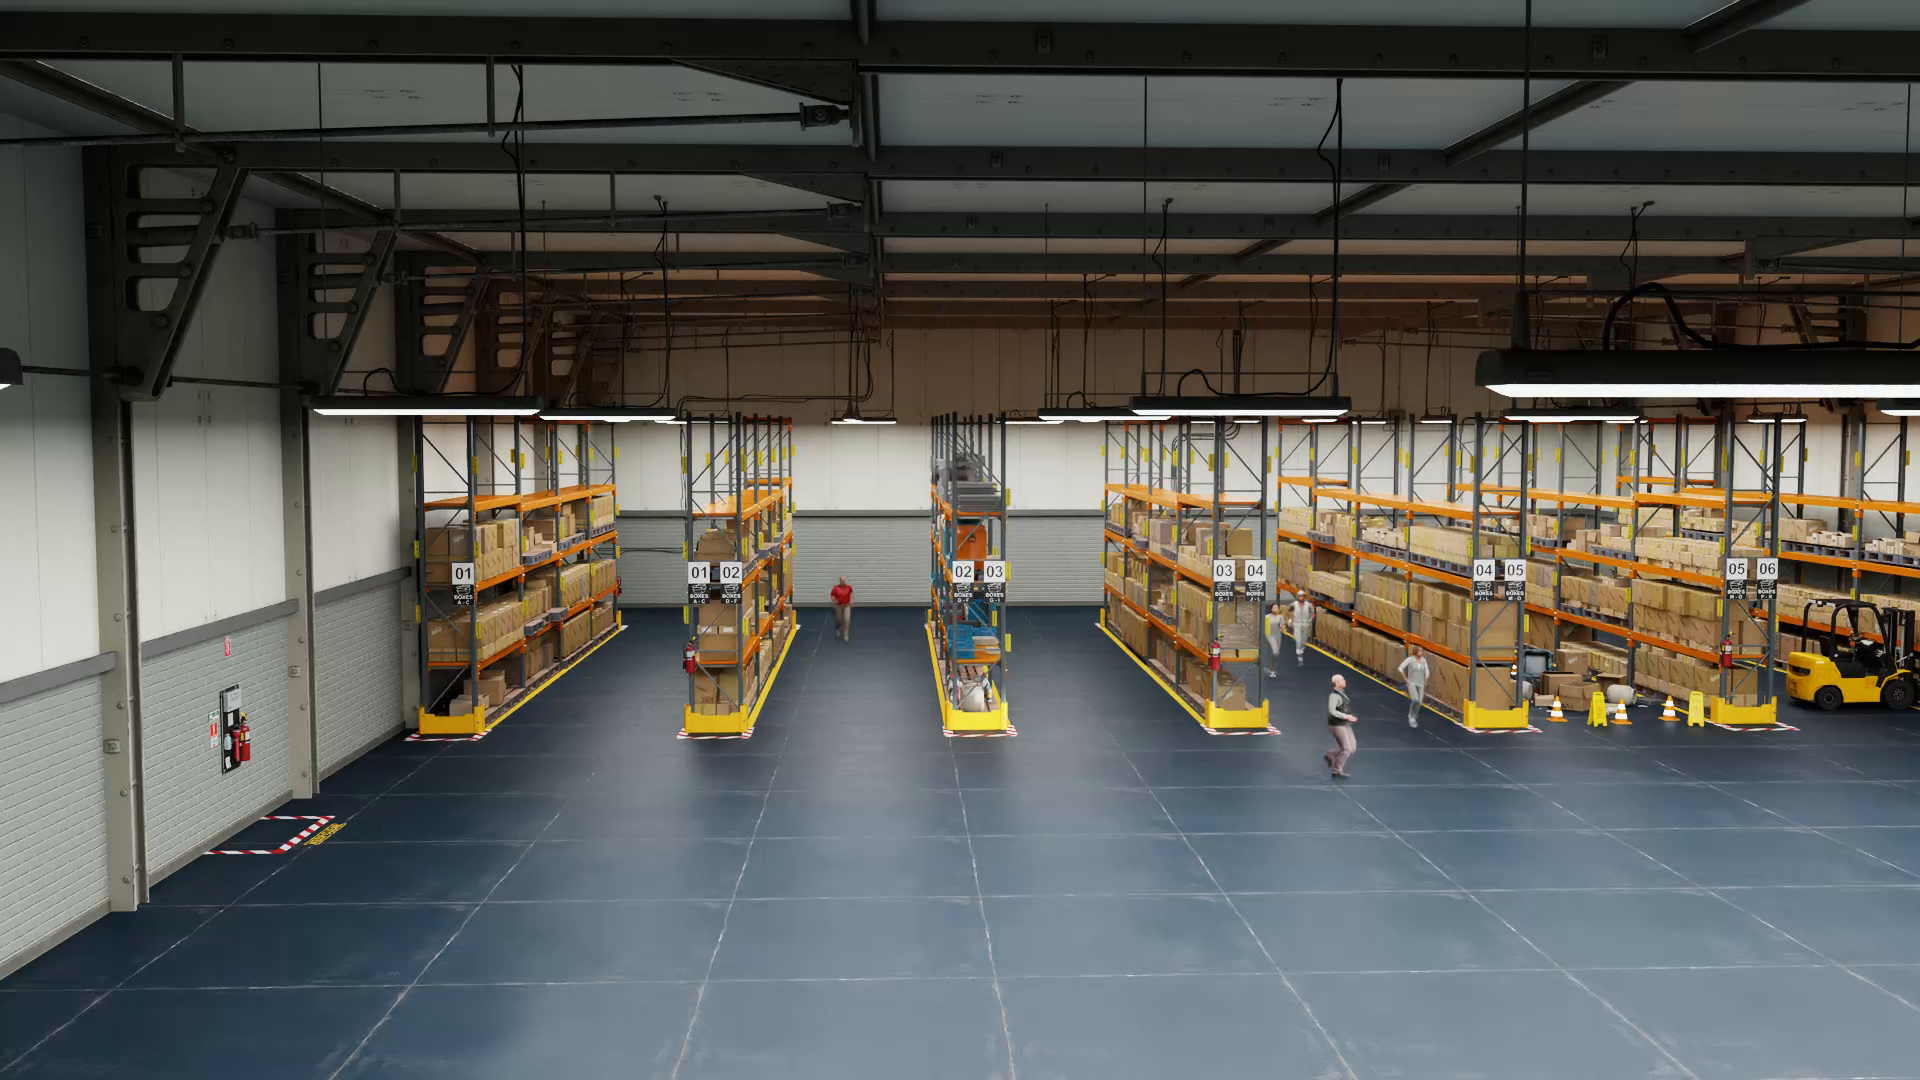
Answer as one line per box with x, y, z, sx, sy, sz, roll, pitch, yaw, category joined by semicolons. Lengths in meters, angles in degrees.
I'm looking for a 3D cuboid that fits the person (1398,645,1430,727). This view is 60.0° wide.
8.676;2.792;31.635;0.554;1.541;0.577;-1;4;-9;person

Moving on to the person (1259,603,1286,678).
7.195;2.295;38.143;0.533;1.716;0.733;-1;4;-17;person

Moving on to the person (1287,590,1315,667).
8.214;2.104;40.012;0.658;1.799;0.936;0;4;2;person

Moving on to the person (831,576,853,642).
-3.169;1.825;44.710;0.647;1.719;0.950;-1;4;-13;person

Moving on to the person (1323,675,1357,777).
6.223;3.034;27.165;0.601;1.674;0.655;2;4;26;person
